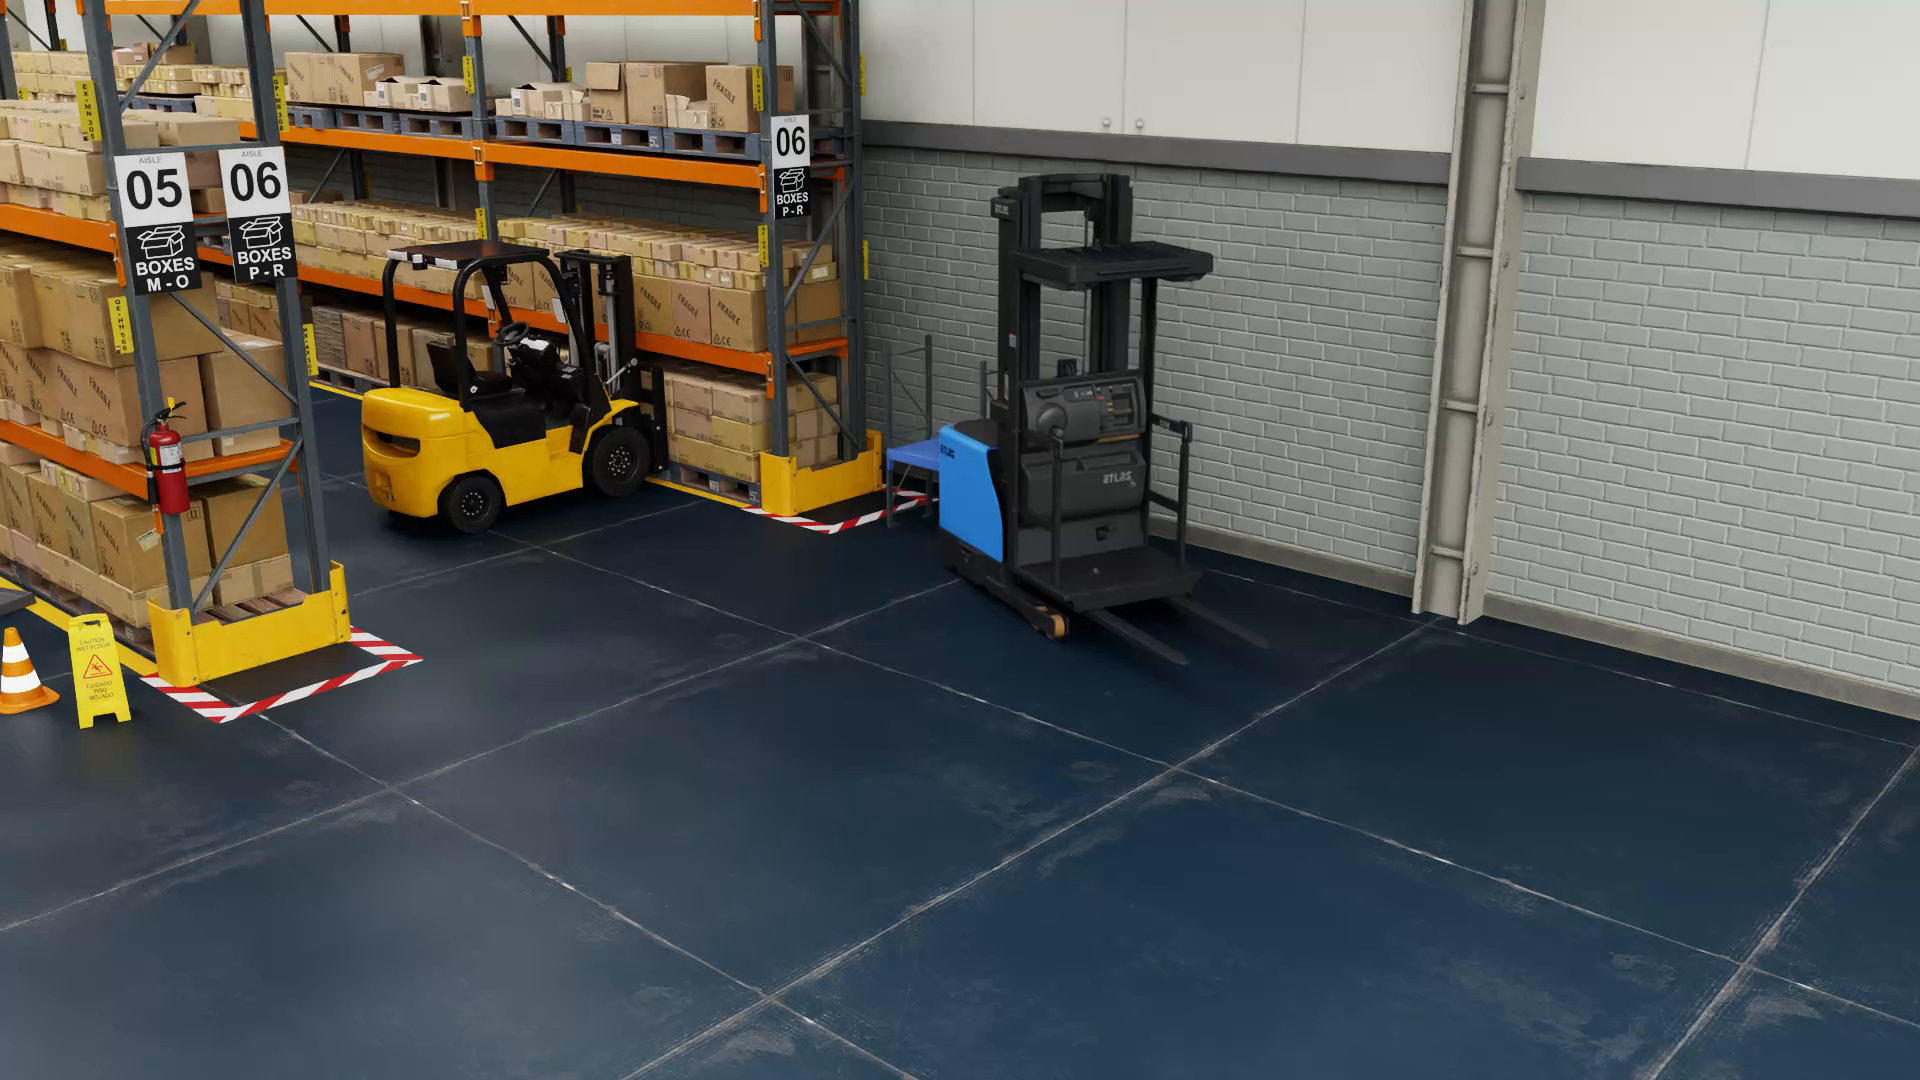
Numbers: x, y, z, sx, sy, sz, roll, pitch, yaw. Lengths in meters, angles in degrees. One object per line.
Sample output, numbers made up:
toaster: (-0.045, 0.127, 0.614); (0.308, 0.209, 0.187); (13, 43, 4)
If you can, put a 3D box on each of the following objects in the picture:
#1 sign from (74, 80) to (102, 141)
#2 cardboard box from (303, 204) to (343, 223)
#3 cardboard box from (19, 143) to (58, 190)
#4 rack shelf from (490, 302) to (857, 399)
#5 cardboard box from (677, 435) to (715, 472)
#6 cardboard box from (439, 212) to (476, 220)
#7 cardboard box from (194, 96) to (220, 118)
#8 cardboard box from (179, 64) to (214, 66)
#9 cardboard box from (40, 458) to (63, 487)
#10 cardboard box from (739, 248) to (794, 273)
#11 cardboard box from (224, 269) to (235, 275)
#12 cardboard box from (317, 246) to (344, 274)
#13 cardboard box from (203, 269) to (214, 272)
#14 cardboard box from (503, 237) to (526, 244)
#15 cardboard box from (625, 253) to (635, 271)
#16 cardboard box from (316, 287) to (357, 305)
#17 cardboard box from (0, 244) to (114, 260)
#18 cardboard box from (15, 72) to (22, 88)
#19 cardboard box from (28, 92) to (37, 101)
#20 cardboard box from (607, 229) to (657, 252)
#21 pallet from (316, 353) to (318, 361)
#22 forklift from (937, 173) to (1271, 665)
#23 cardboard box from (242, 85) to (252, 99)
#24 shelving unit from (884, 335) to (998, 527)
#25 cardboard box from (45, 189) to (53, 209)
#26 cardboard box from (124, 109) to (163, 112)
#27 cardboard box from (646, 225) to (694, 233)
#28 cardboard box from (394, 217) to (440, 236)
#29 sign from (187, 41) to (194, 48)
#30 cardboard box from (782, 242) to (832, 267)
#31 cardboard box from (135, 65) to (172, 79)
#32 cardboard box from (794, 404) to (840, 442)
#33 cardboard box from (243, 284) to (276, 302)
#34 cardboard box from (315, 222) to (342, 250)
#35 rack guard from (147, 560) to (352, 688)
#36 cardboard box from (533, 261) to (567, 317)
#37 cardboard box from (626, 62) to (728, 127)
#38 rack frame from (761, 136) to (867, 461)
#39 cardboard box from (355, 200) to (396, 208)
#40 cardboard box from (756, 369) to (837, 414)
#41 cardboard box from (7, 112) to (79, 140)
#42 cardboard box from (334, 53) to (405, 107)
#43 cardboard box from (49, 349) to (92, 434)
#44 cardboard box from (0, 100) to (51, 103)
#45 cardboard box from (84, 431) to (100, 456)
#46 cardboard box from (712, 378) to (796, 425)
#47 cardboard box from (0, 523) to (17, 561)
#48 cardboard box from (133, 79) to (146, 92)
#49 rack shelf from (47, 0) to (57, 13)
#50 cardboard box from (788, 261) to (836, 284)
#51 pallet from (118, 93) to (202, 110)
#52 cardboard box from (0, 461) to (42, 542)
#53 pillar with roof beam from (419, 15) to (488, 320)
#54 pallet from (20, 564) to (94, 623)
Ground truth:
sign: (-4.861, -2.393, 9.271); (0.005, 0.325, 0.100); (15, 23, 39)
cardboard box: (-6.926, -3.566, 18.152); (0.250, 0.149, 0.380); (16, 23, 40)
cardboard box: (-5.406, -2.309, 10.226); (0.500, 0.250, 0.500); (15, 23, 39)
rack shelf: (-2.682, -1.845, 15.157); (4.000, 0.370, 1.077); (15, 23, 39)
cardboard box: (-2.112, -0.801, 14.529); (0.500, 0.250, 0.500); (15, 23, 39)
cardboard box: (-5.216, -3.334, 17.420); (0.250, 0.149, 0.380); (15, 23, 39)
cardboard box: (-8.465, -5.001, 19.199); (0.500, 0.250, 0.500); (15, 23, 39)
cardboard box: (-9.270, -5.713, 20.259); (0.250, 0.149, 0.380); (16, 24, 41)
cardboard box: (-5.951, -0.484, 11.217); (0.250, 0.149, 0.380); (16, 24, 42)
cardboard box: (-1.593, -2.310, 13.701); (0.250, 0.149, 0.380); (15, 23, 39)
cardboard box: (-9.097, -3.362, 21.111); (0.250, 0.149, 0.380); (14, 22, 37)
cardboard box: (-6.627, -3.075, 18.090); (0.500, 0.250, 0.500); (14, 23, 38)
cardboard box: (-9.611, -3.295, 20.901); (0.250, 0.149, 0.380); (14, 22, 36)
cardboard box: (-4.114, -2.823, 15.811); (0.250, 0.149, 0.380); (15, 23, 38)
cardboard box: (-2.734, -2.472, 14.706); (0.250, 0.149, 0.380); (15, 23, 39)
cardboard box: (-7.352, -2.886, 19.613); (0.250, 0.149, 0.380); (17, 24, 42)
cardboard box: (-6.109, -1.696, 11.188); (0.500, 0.500, 0.700); (15, 23, 39)
cardboard box: (-12.608, -6.251, 22.647); (0.500, 0.250, 0.500); (16, 23, 40)
cardboard box: (-12.356, -5.966, 22.409); (0.250, 0.149, 0.380); (15, 23, 39)
cardboard box: (-2.922, -2.671, 14.839); (0.250, 0.149, 0.380); (15, 23, 39)
pallet: (-7.703, -2.222, 19.765); (1.213, 0.211, 1.003); (15, 23, 39)
forklift: (0.946, -0.891, 11.073); (1.130, 2.935, 3.031); (-9, 20, -26)
cardboard box: (-7.775, -5.015, 18.584); (0.250, 0.149, 0.380); (14, 23, 38)
shelving unit: (-0.041, -0.772, 13.063); (1.048, 1.500, 0.538); (16, 24, 41)
cardboard box: (-5.459, -2.151, 10.387); (0.250, 0.149, 0.380); (15, 23, 40)
cardboard box: (-5.482, -2.748, 10.950); (0.250, 0.149, 0.380); (16, 24, 41)
cardboard box: (-2.633, -2.770, 15.153); (0.250, 0.149, 0.380); (16, 24, 41)
cardboard box: (-5.556, -3.215, 17.046); (0.250, 0.149, 0.380); (15, 23, 40)
sign: (-9.795, -6.186, 21.181); (0.005, 0.325, 0.100); (15, 23, 39)
cardboard box: (-1.295, -2.401, 13.990); (0.250, 0.149, 0.380); (14, 23, 38)
cardboard box: (-9.610, -5.593, 19.881); (0.250, 0.149, 0.380); (15, 23, 38)
cardboard box: (-1.399, -1.056, 14.505); (0.500, 0.250, 0.500); (16, 23, 40)
cardboard box: (-8.266, -2.927, 19.741); (0.250, 0.149, 0.380); (16, 24, 41)
cardboard box: (-6.626, -3.315, 18.019); (0.500, 0.250, 0.500); (16, 24, 41)
rack guard: (-4.534, 0.513, 10.668); (0.348, 0.500, 1.175); (15, 23, 39)
cardboard box: (-3.618, -2.389, 15.514); (0.500, 0.500, 0.500); (16, 23, 40)
cardboard box: (-2.378, -3.774, 14.061); (0.500, 0.500, 0.700); (15, 23, 40)
rack frame: (-1.186, -1.787, 13.783); (0.127, 3.000, 1.000); (15, 23, 39)
cardboard box: (-6.522, -3.703, 18.584); (0.250, 0.149, 0.380); (16, 23, 41)
cardboard box: (-1.420, -1.292, 14.423); (0.500, 0.250, 0.500); (15, 23, 38)
cardboard box: (-5.809, -2.634, 10.589); (0.250, 0.149, 0.380); (14, 22, 38)
cardboard box: (-6.028, -4.713, 17.021); (0.500, 0.500, 0.500); (16, 23, 41)
cardboard box: (-5.438, -1.001, 10.649); (0.500, 0.500, 0.500); (15, 23, 39)
cardboard box: (-6.842, -3.107, 12.082); (0.250, 0.149, 0.380); (14, 23, 38)
cardboard box: (-5.340, -0.652, 10.623); (0.250, 0.149, 0.380); (15, 23, 38)
cardboard box: (-1.737, -1.175, 14.053); (0.500, 0.250, 0.500); (16, 24, 41)
cardboard box: (-6.801, -0.072, 12.230); (0.500, 0.250, 0.500); (17, 24, 42)
cardboard box: (-9.644, -5.445, 19.908); (0.250, 0.149, 0.380); (15, 23, 40)
rack shelf: (-11.657, -7.113, 21.842); (4.000, 0.370, 1.077); (15, 23, 39)
cardboard box: (-1.267, -2.270, 14.069); (0.250, 0.149, 0.380); (14, 23, 38)
pallet: (-9.720, -5.390, 20.487); (1.003, 0.211, 1.213); (15, 23, 39)
cardboard box: (-6.412, -0.324, 11.786); (0.500, 0.500, 0.500); (17, 24, 42)
pillar with roof beam: (-8.453, -5.221, 14.686); (0.400, 9.000, 9.100); (15, 23, 39)
pallet: (-6.027, 0.235, 12.023); (1.213, 0.211, 1.003); (15, 23, 39)
